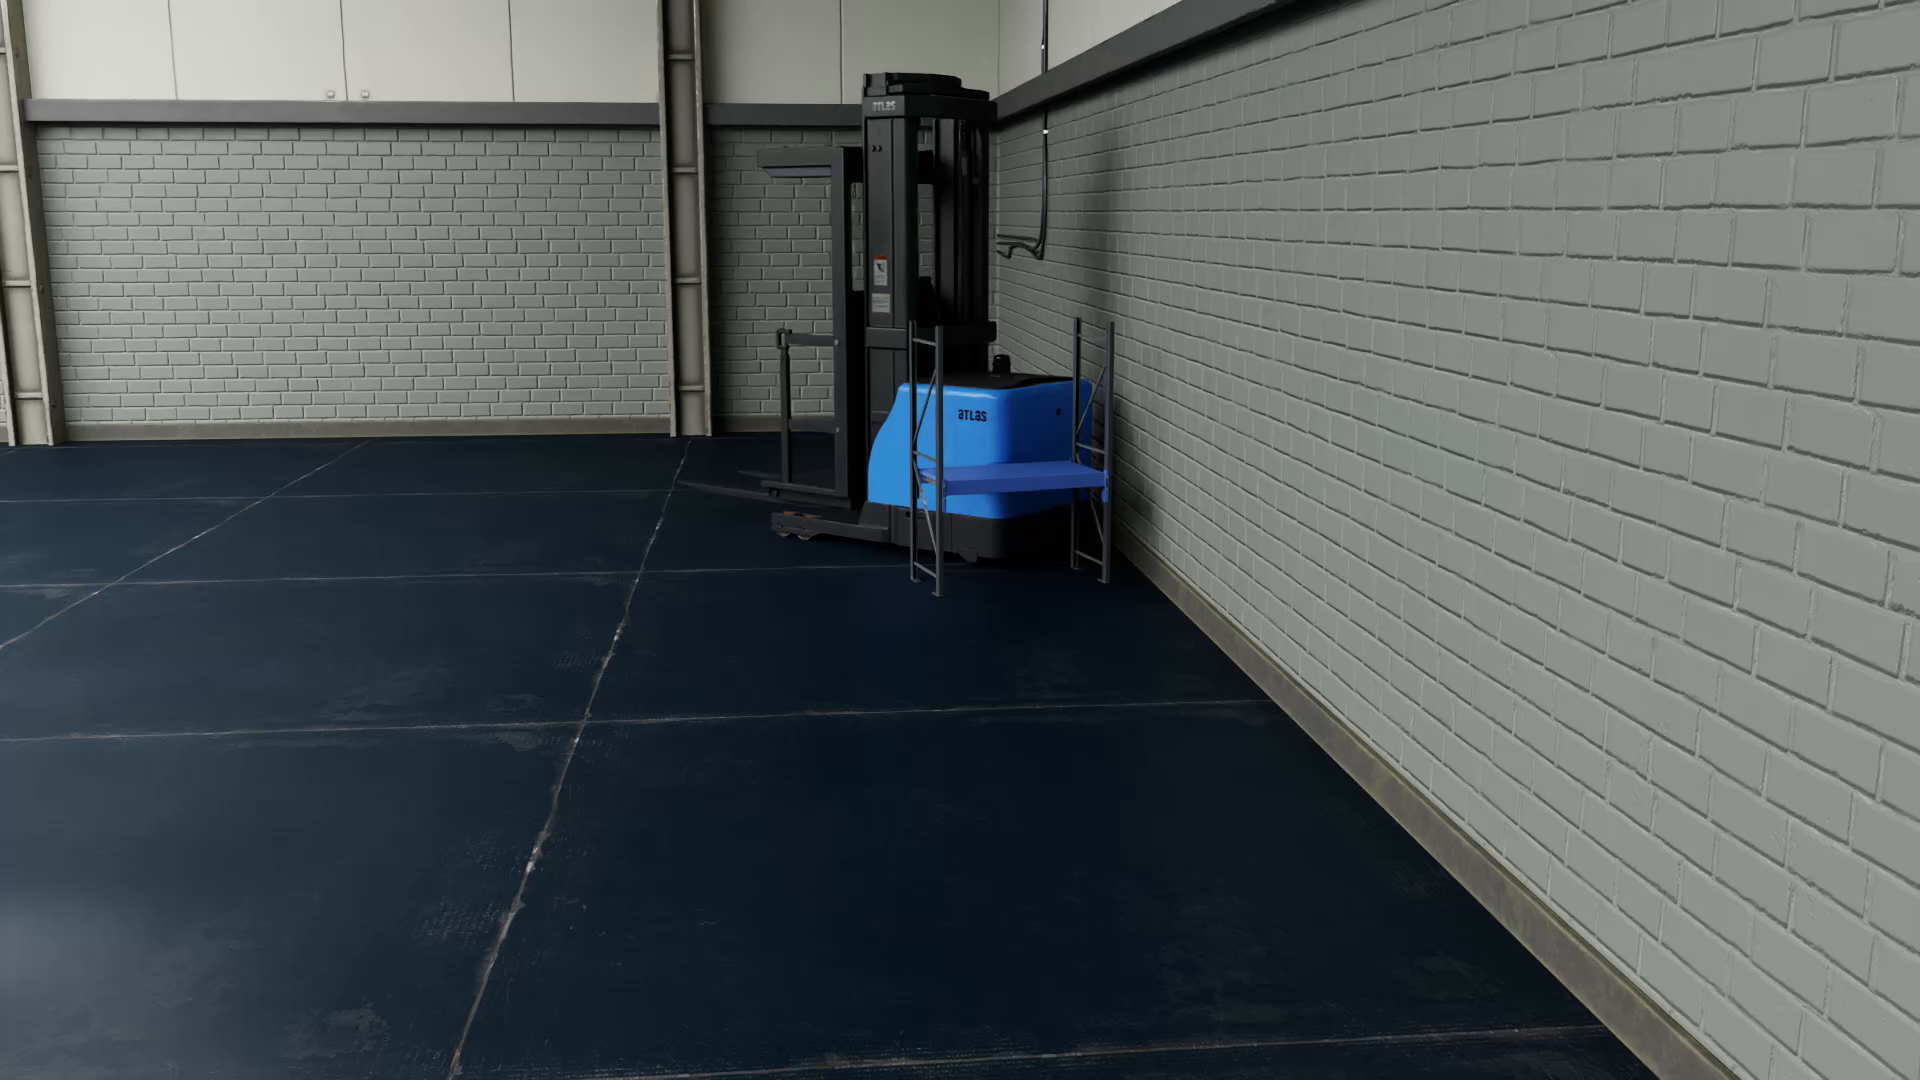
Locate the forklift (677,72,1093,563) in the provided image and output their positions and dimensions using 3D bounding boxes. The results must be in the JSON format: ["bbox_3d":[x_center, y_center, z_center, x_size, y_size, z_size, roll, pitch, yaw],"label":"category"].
[{"bbox_3d":[-0.621,-1.506,10.931,3.031,2.935,1.130,9,14,37],"label":"forklift"}]

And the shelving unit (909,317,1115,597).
[{"bbox_3d":[0.288,-0.496,9.503,1.048,1.500,0.538,-4,12,-20],"label":"shelving unit"}]

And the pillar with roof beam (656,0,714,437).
[{"bbox_3d":[-2.123,-4.613,11.004,0.400,9.000,9.100,-1,11,-6],"label":"pillar with roof beam"}]

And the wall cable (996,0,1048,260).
[{"bbox_3d":[0.484,-3.723,14.525,0.112,2.526,3.097,-1,11,-6],"label":"wall cable"}]

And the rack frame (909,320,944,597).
[{"bbox_3d":[-0.189,-0.463,9.333,0.032,1.500,0.500,-4,12,-20],"label":"rack frame"}]

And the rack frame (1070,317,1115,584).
[{"bbox_3d":[0.766,-0.529,9.673,0.032,1.500,0.500,-4,12,-20],"label":"rack frame"}]

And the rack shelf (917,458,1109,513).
[{"bbox_3d":[0.288,-0.320,9.538,1.000,0.185,0.538,-4,12,-20],"label":"rack shelf"}]

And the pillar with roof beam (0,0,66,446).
[{"bbox_3d":[-8.088,-4.488,10.368,0.400,9.000,9.100,-1,11,-6],"label":"pillar with roof beam"}]
